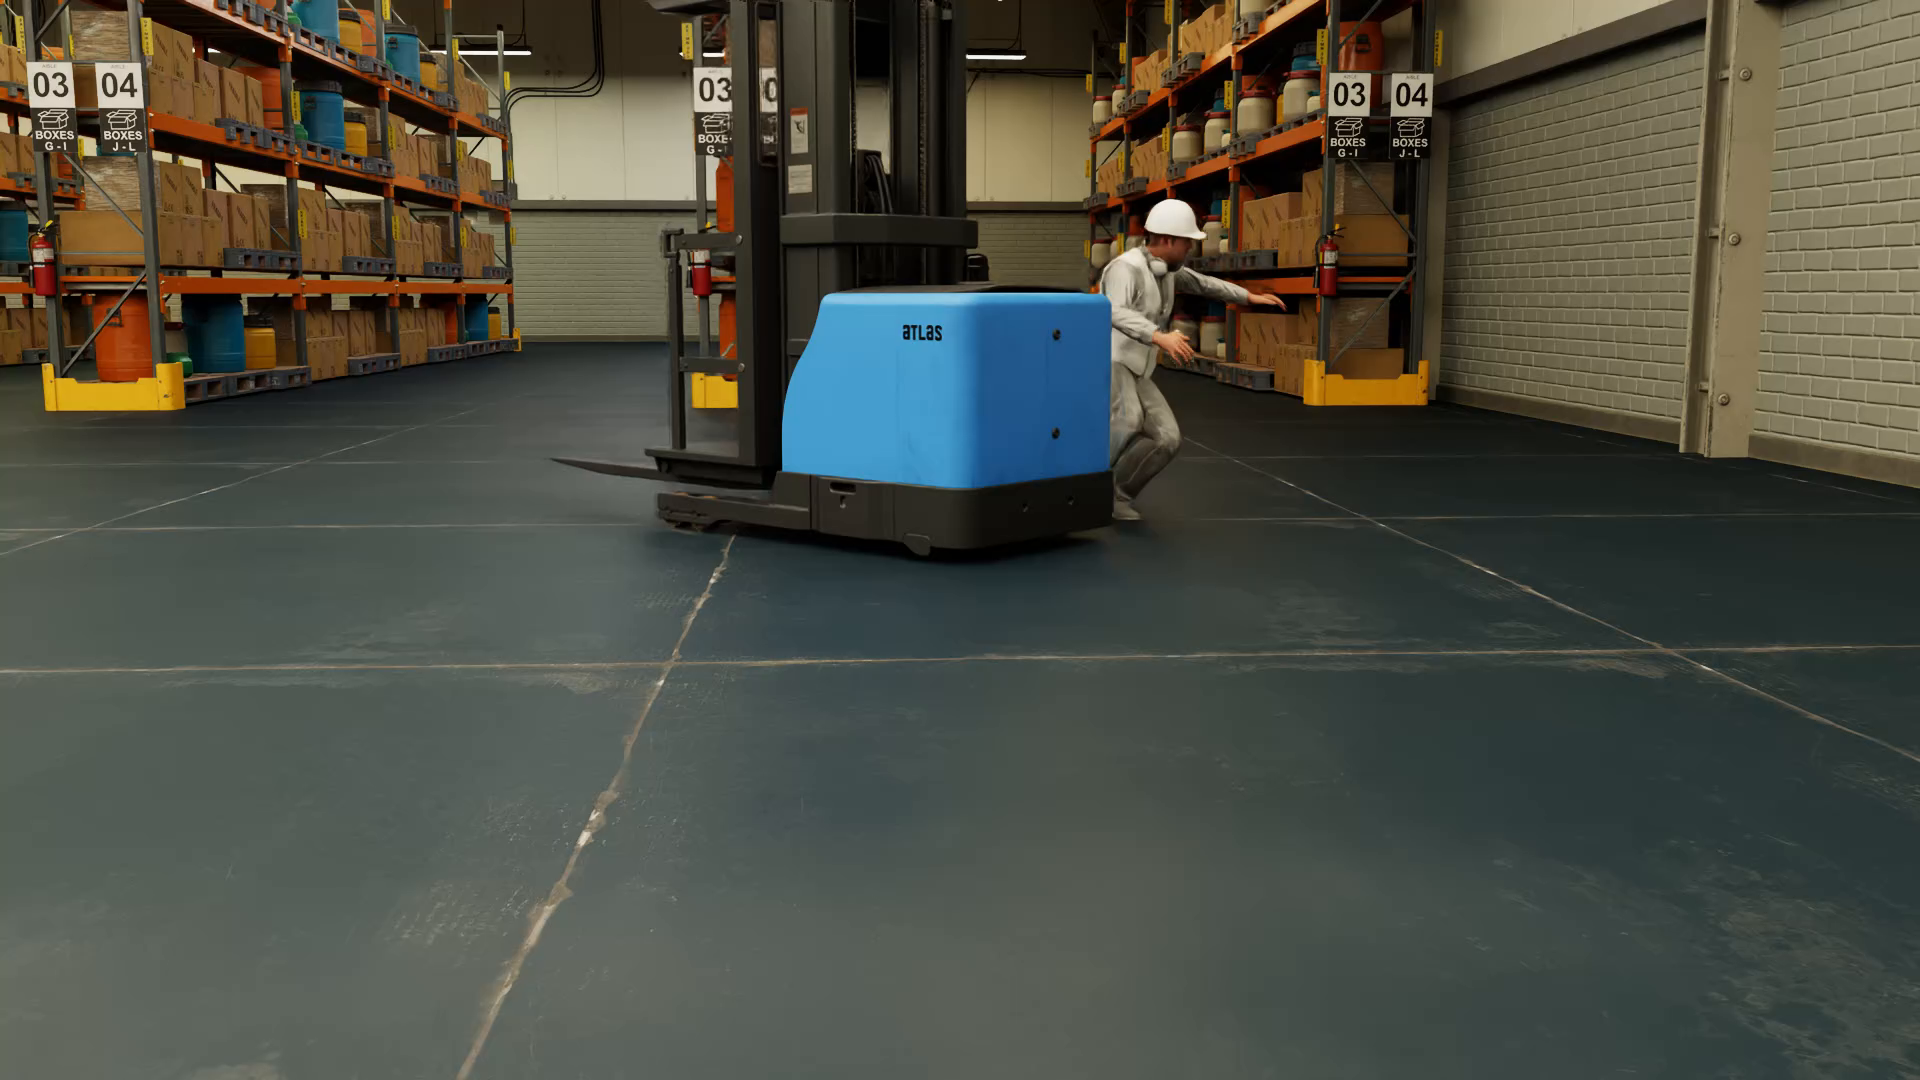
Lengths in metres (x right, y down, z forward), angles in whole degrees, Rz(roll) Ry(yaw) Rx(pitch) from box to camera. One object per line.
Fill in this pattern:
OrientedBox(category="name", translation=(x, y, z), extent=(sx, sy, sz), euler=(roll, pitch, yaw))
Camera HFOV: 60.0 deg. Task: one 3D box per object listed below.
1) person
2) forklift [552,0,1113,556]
OrientedBox(category="person", translation=(0.892, -0.832, 7.839), extent=(0.840, 1.531, 1.403), euler=(5, 10, 33))
OrientedBox(category="forklift", translation=(-0.769, -1.540, 7.703), extent=(3.031, 2.935, 1.130), euler=(7, 11, 41))
